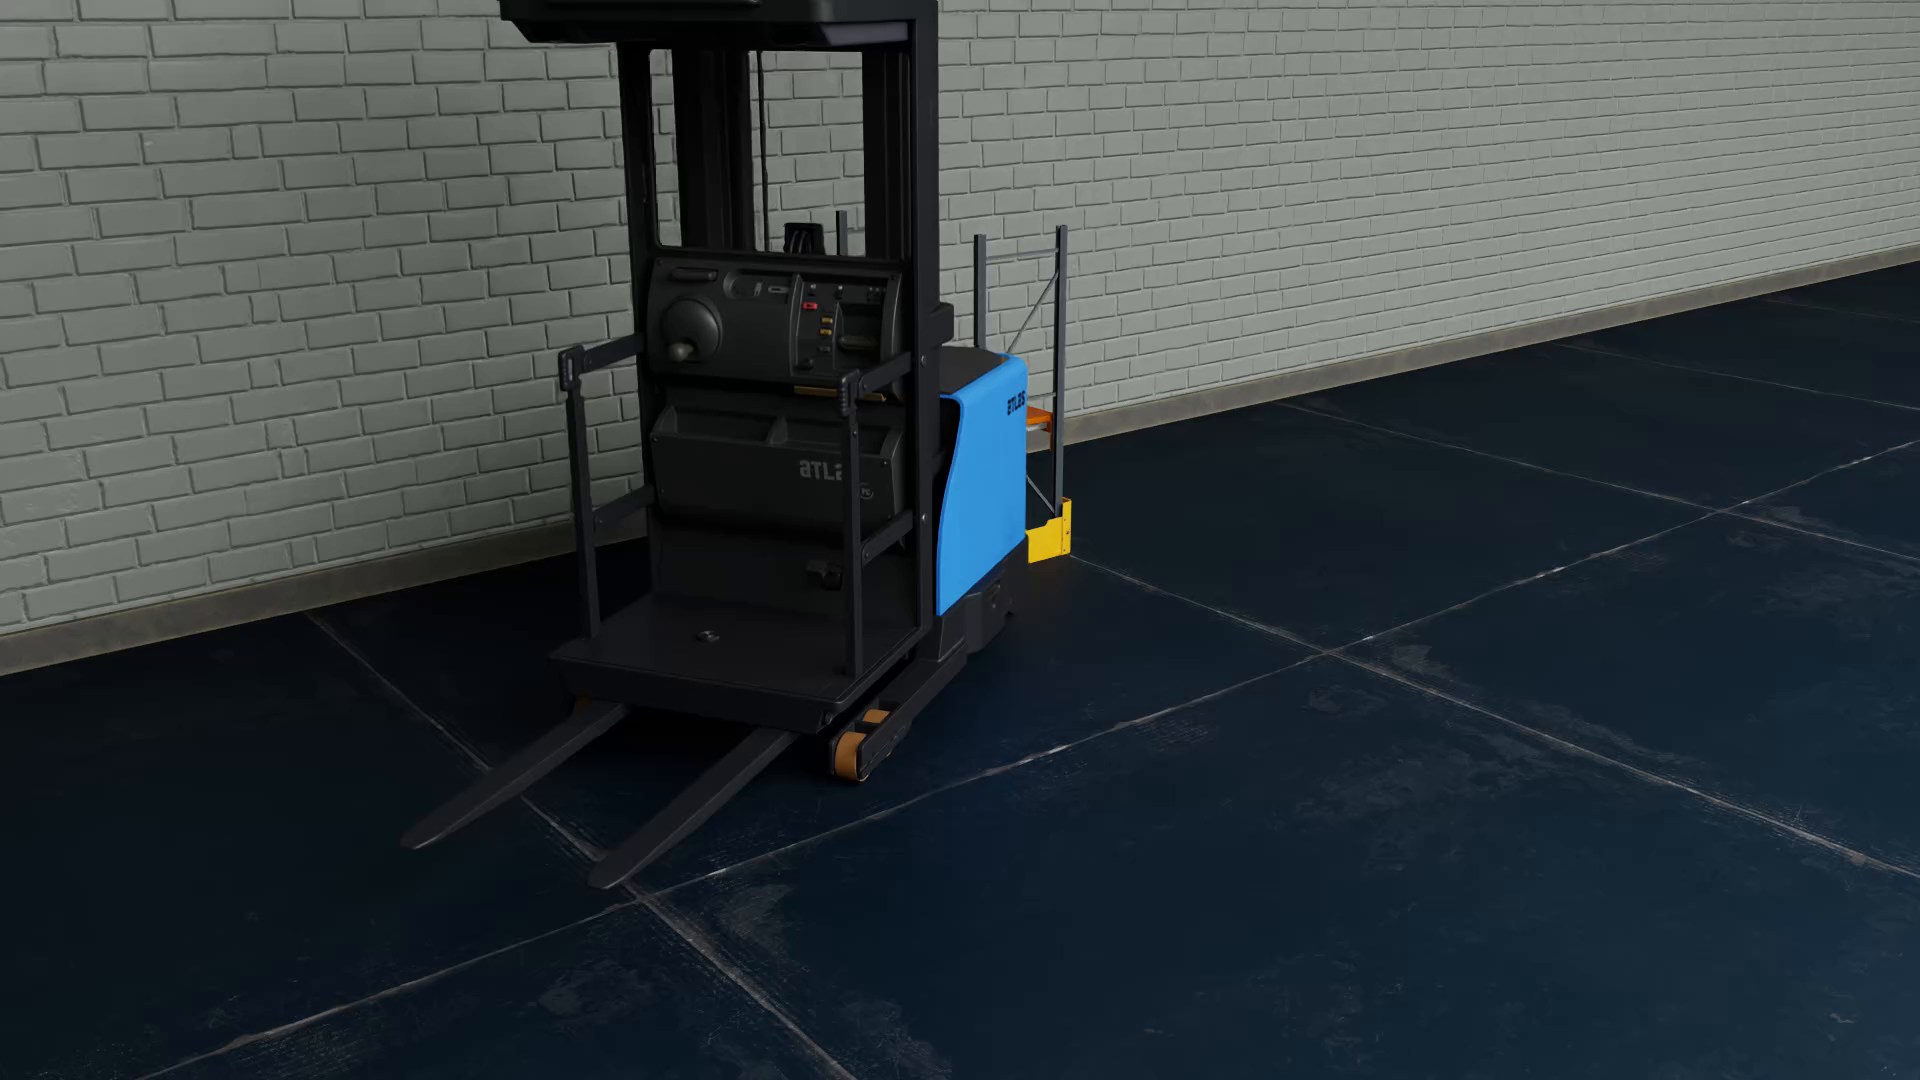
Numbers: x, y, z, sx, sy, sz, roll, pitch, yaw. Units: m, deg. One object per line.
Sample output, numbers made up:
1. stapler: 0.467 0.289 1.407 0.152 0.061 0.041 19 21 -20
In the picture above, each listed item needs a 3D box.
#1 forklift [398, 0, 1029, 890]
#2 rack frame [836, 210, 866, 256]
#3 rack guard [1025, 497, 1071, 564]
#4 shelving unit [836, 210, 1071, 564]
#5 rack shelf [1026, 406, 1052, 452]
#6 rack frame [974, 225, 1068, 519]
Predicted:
1. forklift: -0.710 -0.743 5.443 1.130 2.935 3.031 7 19 20
2. rack frame: -0.369 -0.858 8.069 0.500 1.500 0.032 -14 23 -36
3. rack guard: 0.262 -0.015 7.509 0.587 0.250 0.087 -14 23 -36
4. shelving unit: -0.047 -0.731 7.683 0.587 1.500 1.083 -14 23 -36
5. rack shelf: -0.053 -0.562 7.747 0.538 0.185 1.000 -14 23 -36
6. rack frame: 0.263 -0.608 7.312 0.500 1.500 0.032 -14 23 -36
